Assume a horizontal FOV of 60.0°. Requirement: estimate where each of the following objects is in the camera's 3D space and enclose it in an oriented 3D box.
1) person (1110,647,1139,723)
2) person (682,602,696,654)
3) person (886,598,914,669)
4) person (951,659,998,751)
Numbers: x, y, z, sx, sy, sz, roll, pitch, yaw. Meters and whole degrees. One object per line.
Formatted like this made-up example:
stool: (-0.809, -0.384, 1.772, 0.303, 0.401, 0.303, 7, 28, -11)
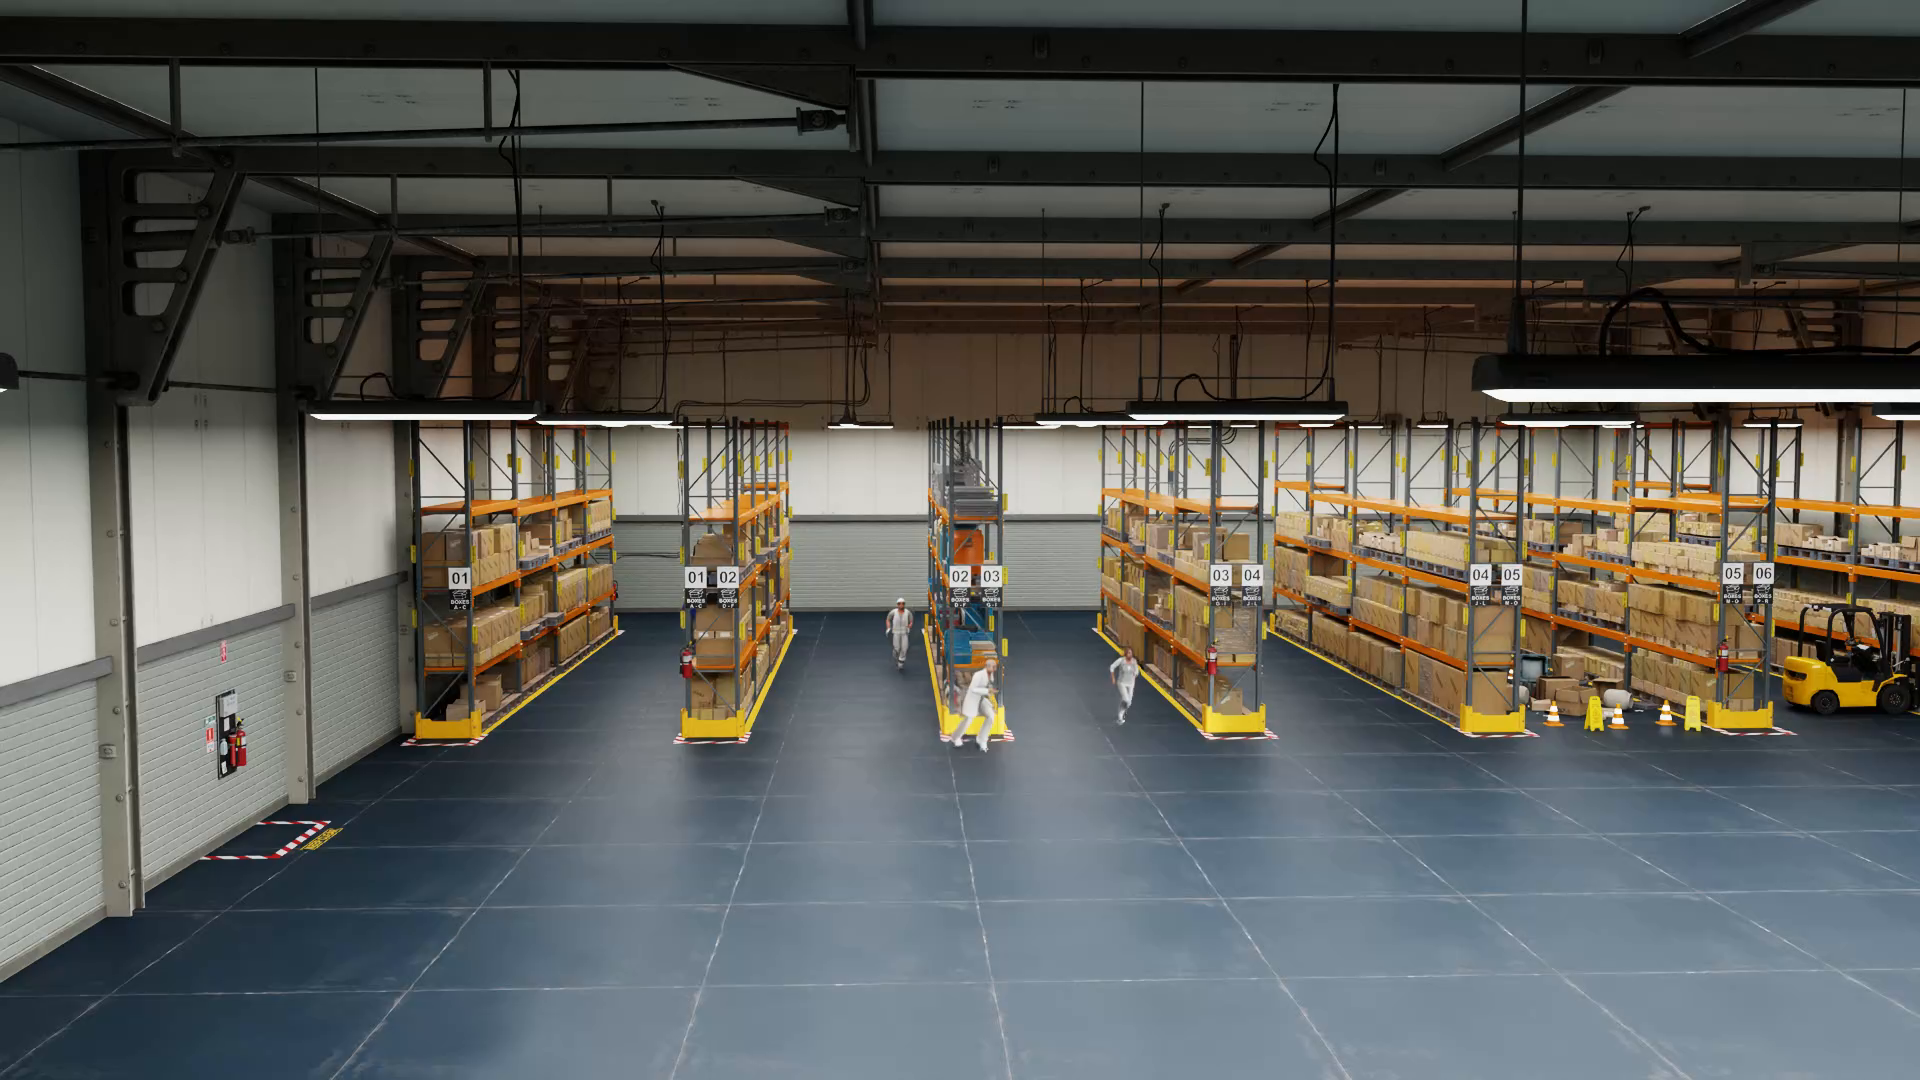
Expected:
person: (3.221, 2.829, 32.285, 0.496, 1.526, 0.695, -1, 4, -20)
person: (-6.893, 2.125, 42.823, 0.562, 1.609, 0.589, 0, 4, -4)
person: (-1.434, 2.256, 39.832, 0.671, 1.734, 0.633, 0, 4, -8)
person: (0.286, 2.966, 29.920, 1.067, 1.718, 0.750, 3, 5, 35)
